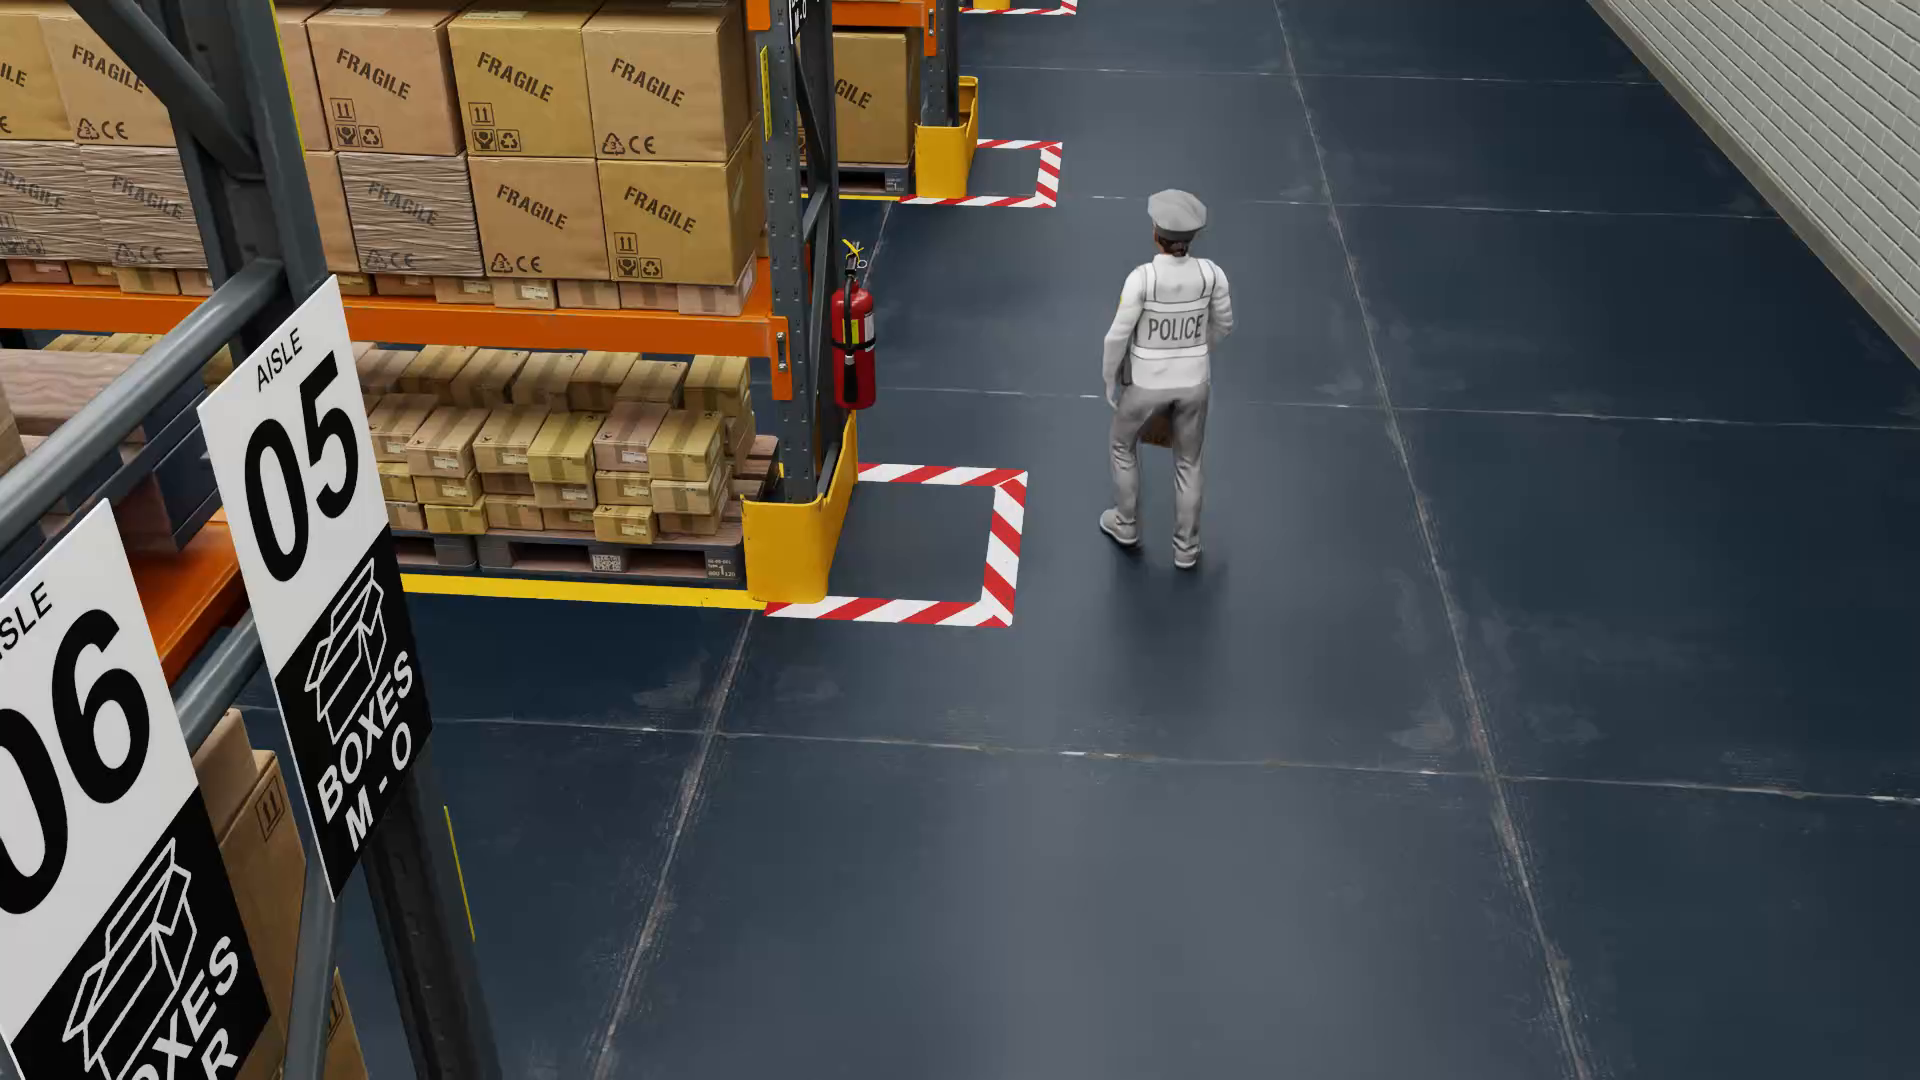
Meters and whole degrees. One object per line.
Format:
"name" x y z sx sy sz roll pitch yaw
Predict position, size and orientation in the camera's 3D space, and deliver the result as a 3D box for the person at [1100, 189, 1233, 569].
"person" 0.884 -0.689 7.221 0.583 1.676 0.496 -5 32 -7
